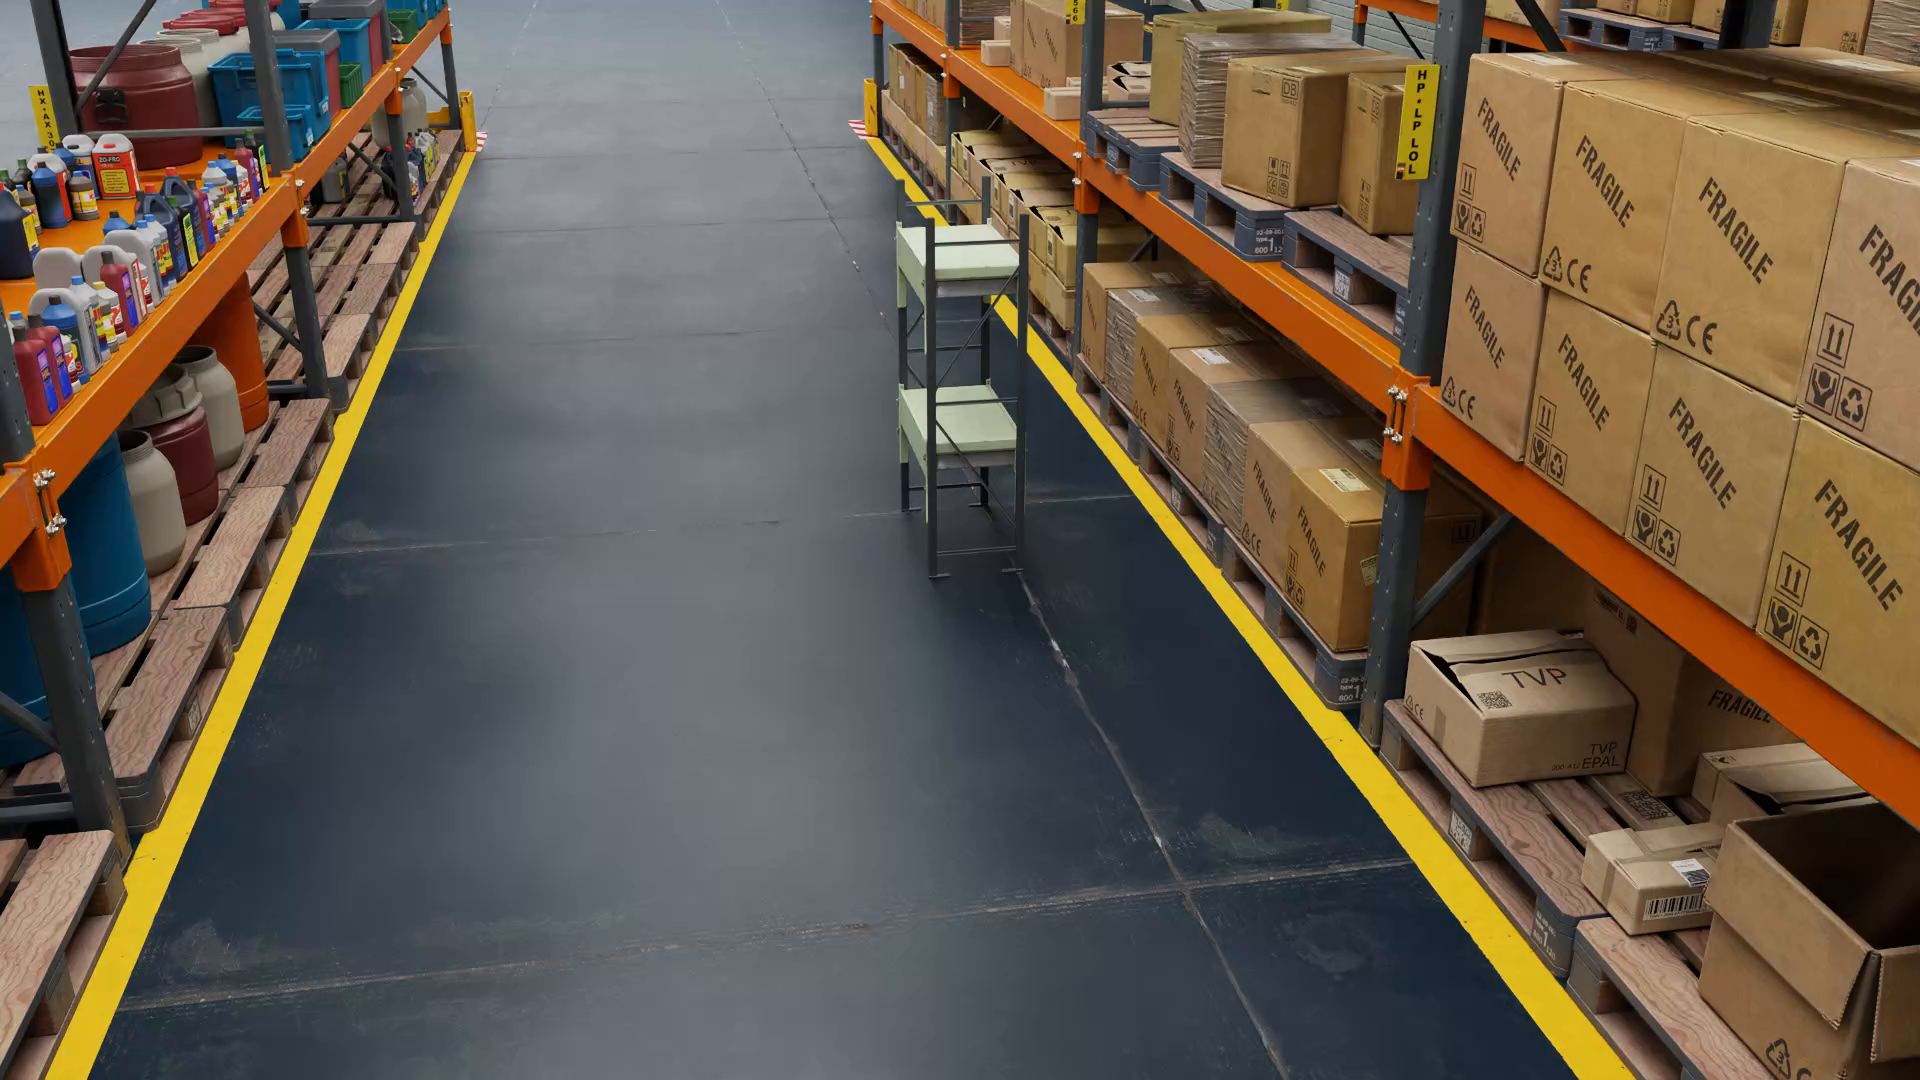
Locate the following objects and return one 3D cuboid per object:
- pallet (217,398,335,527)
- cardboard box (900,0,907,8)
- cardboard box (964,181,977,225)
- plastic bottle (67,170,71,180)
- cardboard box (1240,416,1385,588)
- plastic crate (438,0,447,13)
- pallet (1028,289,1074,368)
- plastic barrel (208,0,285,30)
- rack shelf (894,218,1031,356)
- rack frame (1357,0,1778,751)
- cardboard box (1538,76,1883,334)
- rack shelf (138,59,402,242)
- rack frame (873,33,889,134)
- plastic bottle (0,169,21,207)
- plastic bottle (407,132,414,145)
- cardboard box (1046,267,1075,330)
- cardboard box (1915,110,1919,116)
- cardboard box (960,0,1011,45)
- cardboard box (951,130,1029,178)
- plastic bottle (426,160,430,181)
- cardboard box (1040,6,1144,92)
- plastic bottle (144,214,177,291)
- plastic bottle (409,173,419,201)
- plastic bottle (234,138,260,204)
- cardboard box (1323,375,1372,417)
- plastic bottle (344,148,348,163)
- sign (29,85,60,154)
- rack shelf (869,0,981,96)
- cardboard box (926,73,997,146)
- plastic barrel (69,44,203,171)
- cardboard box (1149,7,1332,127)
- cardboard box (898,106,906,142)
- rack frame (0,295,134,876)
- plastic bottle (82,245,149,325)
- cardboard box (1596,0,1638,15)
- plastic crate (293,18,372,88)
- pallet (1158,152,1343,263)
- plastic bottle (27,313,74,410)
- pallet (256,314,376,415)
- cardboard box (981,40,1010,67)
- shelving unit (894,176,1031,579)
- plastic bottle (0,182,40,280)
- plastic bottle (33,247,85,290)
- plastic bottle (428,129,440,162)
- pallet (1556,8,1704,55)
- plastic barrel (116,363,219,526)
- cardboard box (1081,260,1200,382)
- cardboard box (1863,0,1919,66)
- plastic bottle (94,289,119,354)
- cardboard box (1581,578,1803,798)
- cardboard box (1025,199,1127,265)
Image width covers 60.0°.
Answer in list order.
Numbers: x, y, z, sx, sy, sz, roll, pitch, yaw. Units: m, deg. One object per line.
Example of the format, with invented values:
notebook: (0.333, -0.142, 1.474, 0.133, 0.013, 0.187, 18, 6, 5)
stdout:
pallet: (-3.549, -0.346, 7.779, 1.003, 0.211, 1.213, -4, 24, -10)
cardboard box: (-0.171, -5.098, 15.050, 0.700, 0.500, 0.500, -4, 24, -8)
cardboard box: (0.318, -2.424, 11.963, 0.500, 0.250, 0.500, -4, 24, -8)
plastic bottle: (-3.961, -1.560, 7.322, 0.097, 0.201, 0.097, 0, 24, 0)
cardboard box: (1.417, -0.147, 6.412, 0.500, 0.500, 0.500, -4, 24, -10)
plastic crate: (-4.828, -4.835, 14.758, 0.499, 0.251, 0.616, -4, 24, -10)
pallet: (1.019, -1.345, 10.066, 1.003, 0.211, 1.213, -4, 24, -10)
plastic barrel: (-4.514, -3.174, 10.600, 0.433, 0.535, 0.433, 0, 24, 0)
rack shelf: (-0.001, -1.048, 6.800, 0.431, 0.370, 0.720, -4, 24, -10)
rack frame: (1.873, -0.723, 5.157, 1.000, 3.000, 0.127, -4, 24, -10)
cardboard box: (1.779, -0.818, 4.001, 0.500, 0.500, 0.500, -5, 24, -11)
rack shelf: (-4.105, -2.388, 9.869, 1.077, 0.370, 4.000, -4, 24, -10)
rack frame: (-0.346, -5.443, 15.965, 1.000, 3.000, 0.127, -4, 24, -10)
plastic bottle: (-3.865, -1.355, 6.750, 0.061, 0.283, 0.133, -4, 24, -10)
plastic bottle: (-4.529, -3.235, 13.754, 0.061, 0.283, 0.133, -4, 24, -10)
cardboard box: (0.796, -1.418, 9.659, 0.500, 0.250, 0.500, -4, 24, -8)
cardboard box: (2.411, -0.648, 3.611, 0.500, 0.500, 0.500, -4, 24, -9)
cardboard box: (0.305, -4.089, 12.741, 0.700, 0.500, 0.500, -5, 24, -11)
cardboard box: (0.225, -2.878, 12.302, 0.500, 0.311, 0.500, -4, 24, -10)
plastic bottle: (-4.281, -2.959, 13.224, 0.097, 0.201, 0.097, 0, 24, 0)
cardboard box: (0.807, -3.001, 10.248, 0.500, 0.500, 0.500, -6, 24, -13)
plastic bottle: (-2.934, -1.050, 6.068, 0.097, 0.271, 0.097, 0, 24, 0)
plastic bottle: (-4.141, -2.661, 12.543, 0.097, 0.201, 0.097, 0, 24, 0)
plastic bottle: (-3.199, -1.659, 7.447, 0.061, 0.283, 0.133, -4, 24, -10)
cardboard box: (1.828, -0.393, 6.976, 0.500, 0.500, 0.500, -4, 24, -9)
plastic bottle: (-5.186, -3.293, 13.901, 0.097, 0.271, 0.097, 0, 24, 0)
sign: (-4.275, -1.962, 7.792, 0.100, 0.325, 0.005, -4, 24, -10)
rack shelf: (0.023, -4.327, 14.307, 1.077, 0.370, 4.000, -4, 24, -10)
cardboard box: (0.012, -3.509, 13.511, 0.500, 0.500, 0.500, -4, 24, -10)
plastic barrel: (-4.119, -2.154, 8.263, 0.600, 0.536, 0.708, -4, 24, -10)
cardboard box: (1.360, -2.295, 8.108, 0.700, 0.500, 0.500, -13, 27, -27)
cardboard box: (-0.278, -3.755, 15.010, 0.500, 0.250, 0.500, -4, 24, -10)
rack frame: (-2.996, -0.358, 4.321, 1.000, 3.000, 0.127, -4, 24, -10)
plastic bottle: (-2.878, -0.875, 5.662, 0.152, 0.276, 0.135, -4, 24, -10)
cardboard box: (5.322, -4.282, 12.633, 0.700, 0.500, 0.500, -4, 24, -10)
plastic crate: (-3.966, -3.086, 10.589, 0.392, 0.384, 0.575, -4, 24, -10)
pallet: (1.497, -1.444, 7.048, 1.003, 0.211, 1.213, -4, 24, -10)
plastic bottle: (-2.669, -0.533, 4.867, 0.061, 0.283, 0.133, -4, 24, -10)
pallet: (-3.841, -0.961, 9.186, 1.003, 0.211, 1.213, -4, 24, -10)
cardboard box: (0.356, -3.391, 11.580, 0.380, 0.149, 0.250, -4, 24, -10)
shelving unit: (-0.001, -0.690, 6.956, 0.431, 1.500, 0.755, -4, 24, -10)
plastic bottle: (-3.567, -1.170, 6.243, 0.144, 0.351, 0.185, -4, 24, -10)
plastic bottle: (-3.028, -0.864, 5.636, 0.152, 0.276, 0.135, -4, 24, -10)
plastic bottle: (-4.405, -3.300, 13.902, 0.061, 0.283, 0.133, -4, 24, -8)
pallet: (5.259, -3.838, 12.530, 1.003, 0.211, 1.213, -4, 24, -10)
plastic barrel: (-3.420, -0.383, 6.868, 0.600, 0.588, 0.708, -4, 24, -10)
cardboard box: (0.936, -1.152, 8.714, 0.500, 0.500, 0.500, -3, 24, -7)
cardboard box: (5.904, -3.096, 9.916, 0.700, 0.500, 0.500, -7, 25, -16)
plastic bottle: (-2.787, -0.707, 5.369, 0.097, 0.201, 0.097, 0, 24, 0)
cardboard box: (2.257, 0.424, 5.105, 0.500, 0.500, 0.500, -4, 24, -10)
cardboard box: (0.692, -1.877, 10.011, 0.500, 0.311, 0.500, -5, 24, -11)
